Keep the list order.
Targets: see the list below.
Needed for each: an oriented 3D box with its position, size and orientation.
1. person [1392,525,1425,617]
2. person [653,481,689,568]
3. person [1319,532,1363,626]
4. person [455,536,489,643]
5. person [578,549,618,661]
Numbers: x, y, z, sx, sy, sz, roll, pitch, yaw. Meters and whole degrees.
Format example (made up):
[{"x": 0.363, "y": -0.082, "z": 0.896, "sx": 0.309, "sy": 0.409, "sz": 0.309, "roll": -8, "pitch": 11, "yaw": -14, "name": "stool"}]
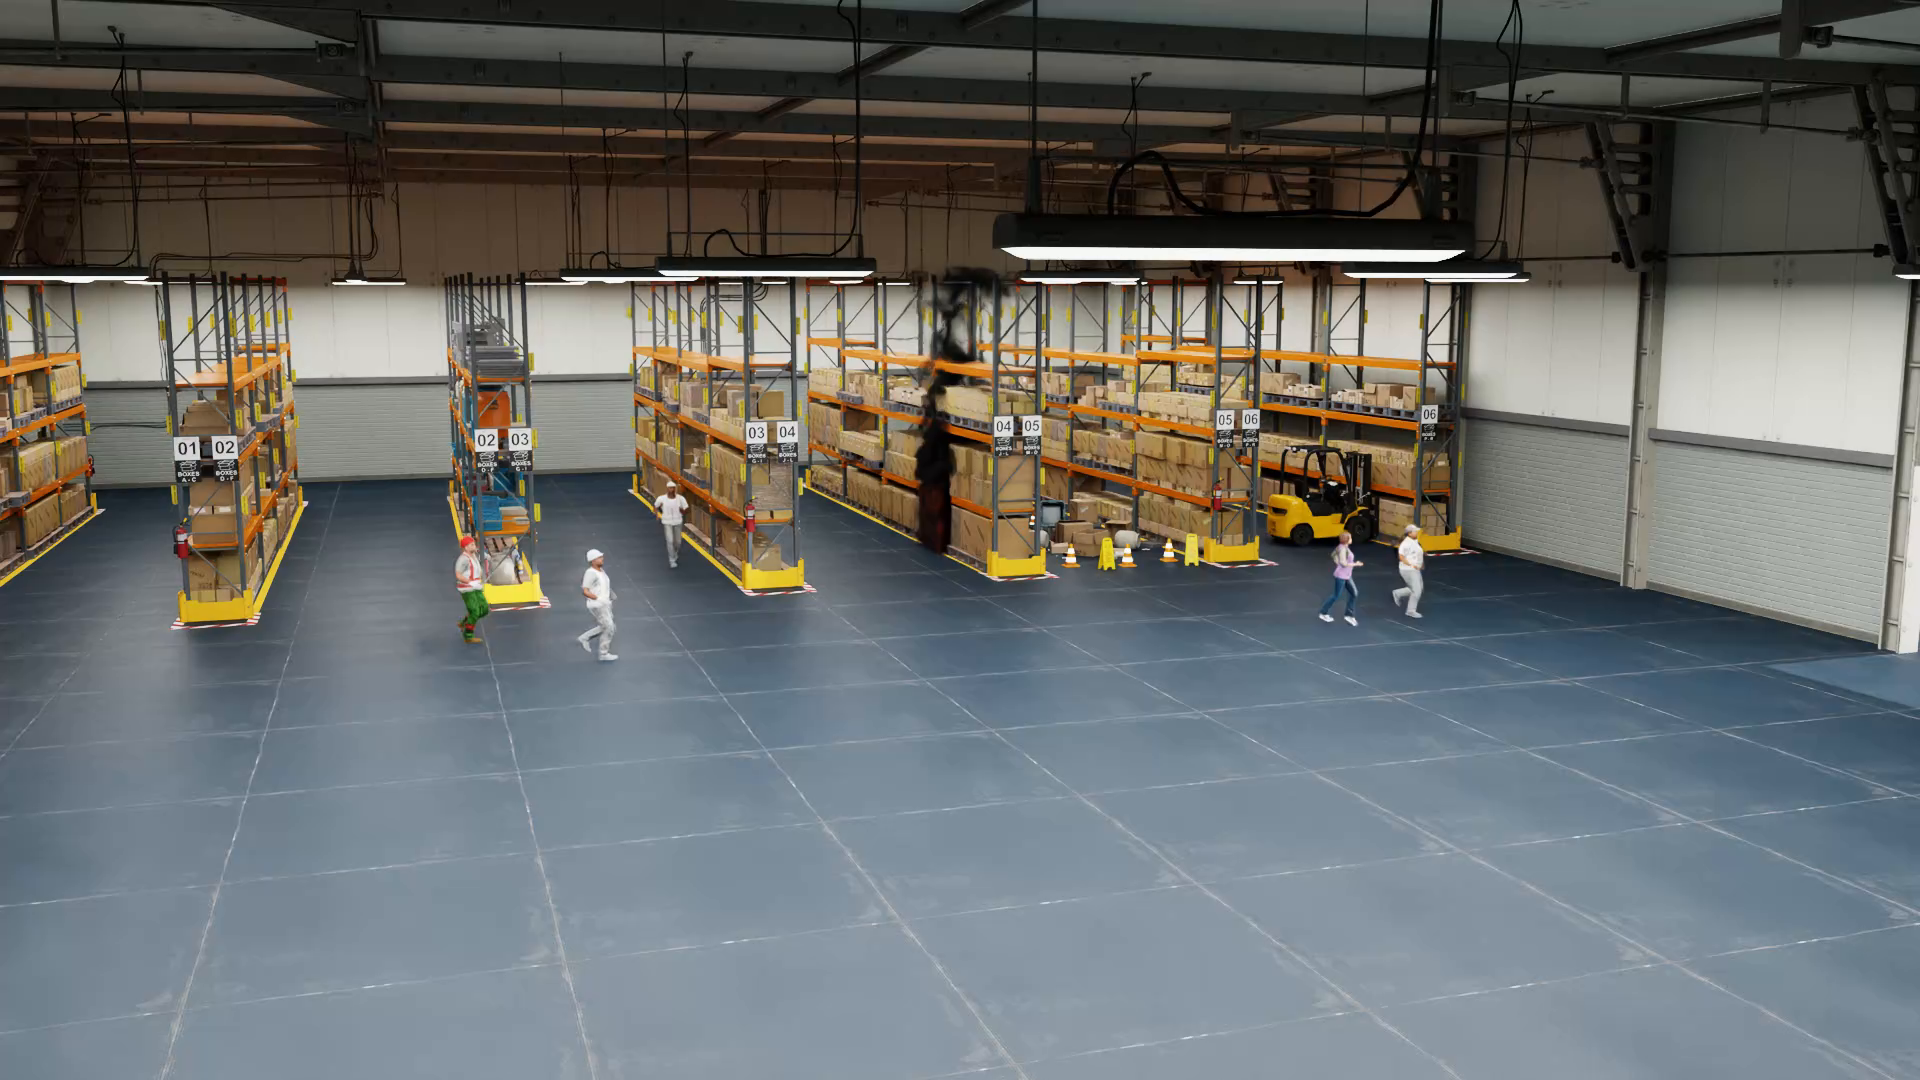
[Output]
[{"x": 7.898, "y": 0.535, "z": 29.264, "sx": 0.550, "sy": 1.632, "sz": 0.608, "roll": 6, "pitch": 10, "yaw": 32, "name": "person"}, {"x": -5.961, "y": -0.344, "z": 34.443, "sx": 0.710, "sy": 1.747, "sz": 0.968, "roll": -3, "pitch": 9, "yaw": -19, "name": "person"}, {"x": 6.507, "y": 0.667, "z": 28.361, "sx": 0.727, "sy": 1.640, "sz": 0.525, "roll": 4, "pitch": 9, "yaw": 25, "name": "person"}, {"x": -7.938, "y": 0.807, "z": 26.940, "sx": 0.593, "sy": 1.748, "sz": 0.676, "roll": 1, "pitch": 9, "yaw": 9, "name": "person"}, {"x": -5.624, "y": 1.006, "z": 25.691, "sx": 0.650, "sy": 1.734, "sz": 0.683, "roll": 0, "pitch": 9, "yaw": 2, "name": "person"}]
